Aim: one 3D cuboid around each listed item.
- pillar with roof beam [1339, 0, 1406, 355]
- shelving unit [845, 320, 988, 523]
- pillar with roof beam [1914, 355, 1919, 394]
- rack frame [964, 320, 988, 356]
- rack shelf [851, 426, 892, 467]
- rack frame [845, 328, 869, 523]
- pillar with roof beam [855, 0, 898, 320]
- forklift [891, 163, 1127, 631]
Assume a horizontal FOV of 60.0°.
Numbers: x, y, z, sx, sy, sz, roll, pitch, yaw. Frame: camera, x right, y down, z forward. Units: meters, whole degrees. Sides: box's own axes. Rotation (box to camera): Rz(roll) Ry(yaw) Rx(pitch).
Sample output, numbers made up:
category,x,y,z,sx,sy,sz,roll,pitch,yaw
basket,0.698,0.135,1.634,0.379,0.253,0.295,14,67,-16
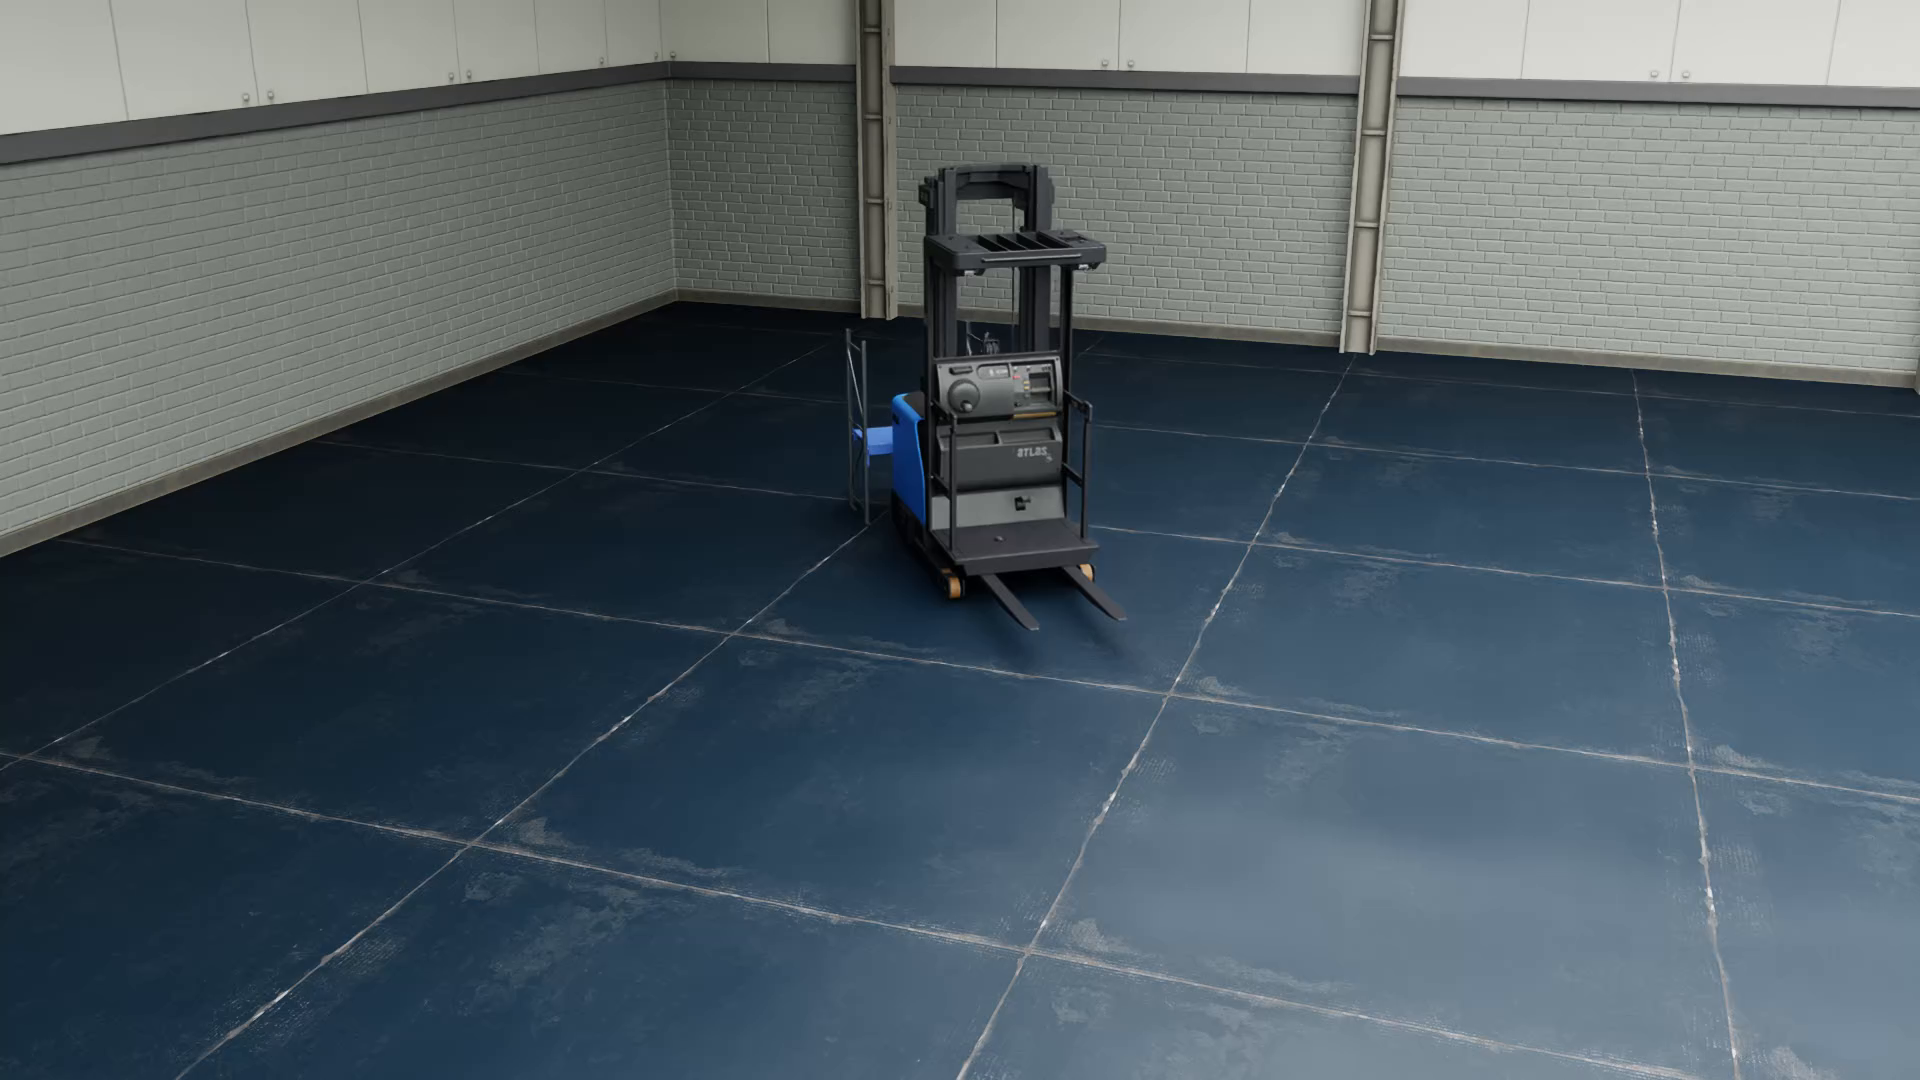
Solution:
category,x,y,z,sx,sy,sz,roll,pitch,yaw
pillar with roof beam,3.228,-5.116,14.082,0.400,9.000,9.100,7,20,18
shelving unit,-0.350,-0.977,13.600,1.048,1.500,0.538,-6,20,-18
pillar with roof beam,8.895,-4.468,12.223,0.400,9.000,9.100,7,20,18
rack frame,0.131,-1.030,13.754,0.032,1.500,0.500,-6,20,-18
rack shelf,-0.350,-0.807,13.659,1.000,0.185,0.538,-6,20,-18
rack frame,-0.832,-0.923,13.446,0.032,1.500,0.500,-6,20,-18
pillar with roof beam,-2.440,-5.764,15.941,0.400,9.000,9.100,7,20,18
forklift,0.349,-1.102,11.784,1.130,2.935,3.031,-5,20,-15
